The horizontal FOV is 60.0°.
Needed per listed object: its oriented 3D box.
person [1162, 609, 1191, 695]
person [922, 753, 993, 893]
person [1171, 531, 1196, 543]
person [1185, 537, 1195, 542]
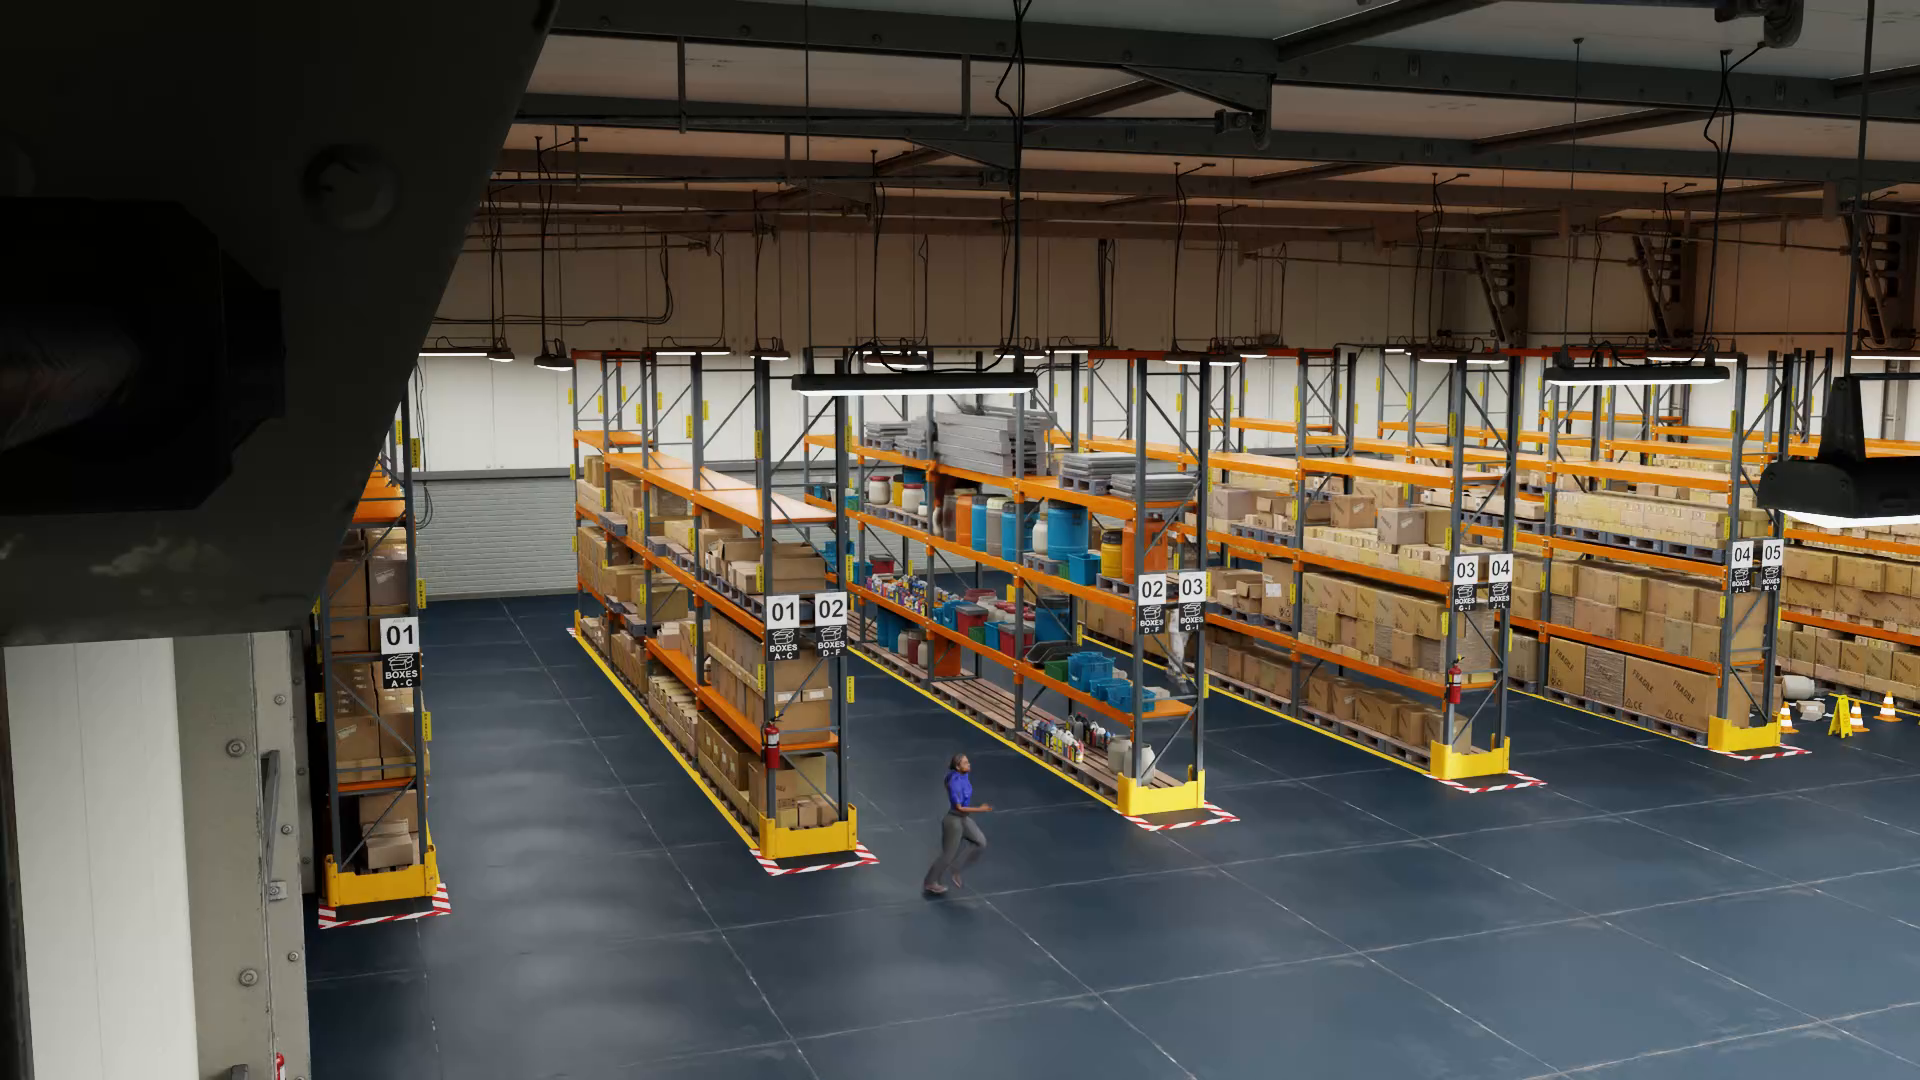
[{"bbox_3d":[3.756,1.646,28.325,0.643,1.895,0.835,-5,8,-32],"label":"person"},{"bbox_3d":[-0.009,3.182,18.810,0.803,1.607,0.591,2,7,14],"label":"person"},{"bbox_3d":[5.401,0.370,41.043,0.620,1.748,0.745,-5,9,-34],"label":"person"},{"bbox_3d":[5.258,0.764,38.077,0.554,1.688,0.677,-2,7,-13],"label":"person"}]
